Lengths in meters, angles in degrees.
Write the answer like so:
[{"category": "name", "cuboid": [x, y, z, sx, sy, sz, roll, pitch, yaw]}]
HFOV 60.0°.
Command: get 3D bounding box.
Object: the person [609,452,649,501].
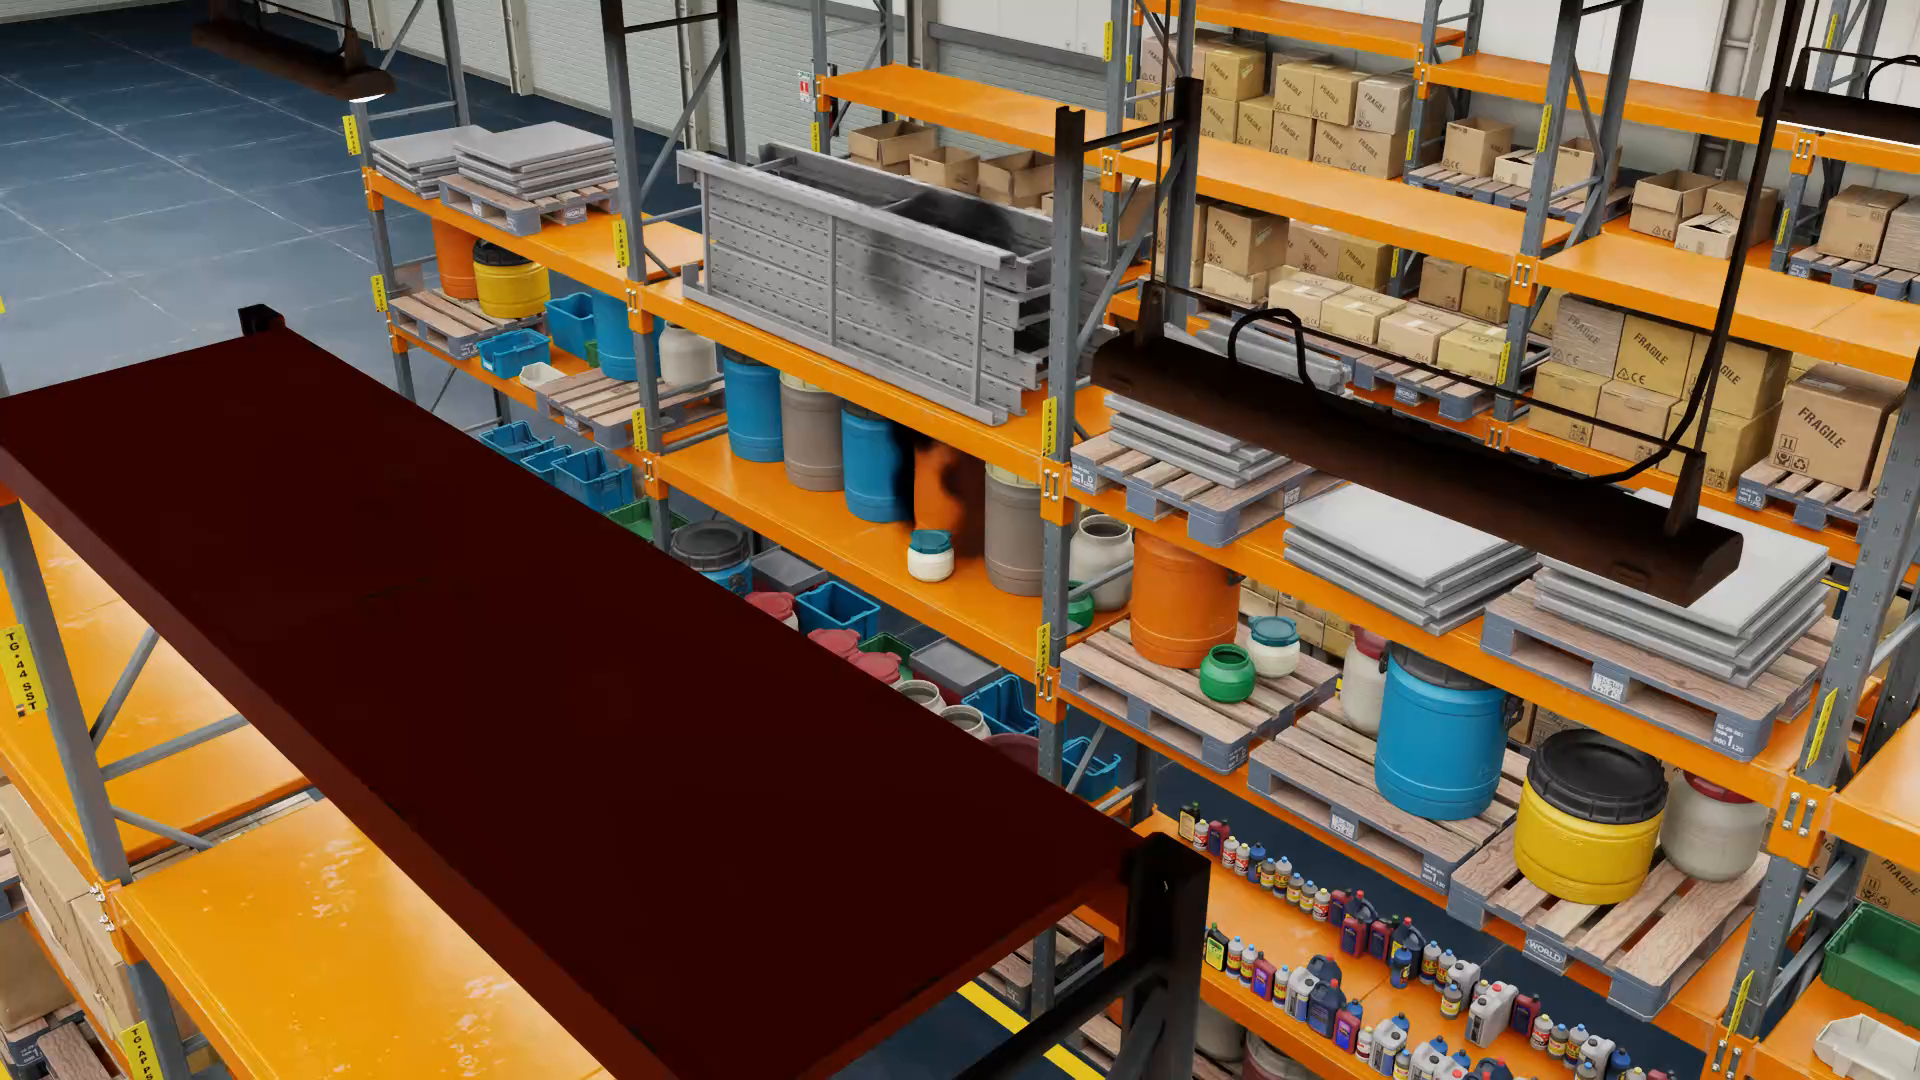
[{"category": "person", "cuboid": [-3.199, -0.757, 16.469, 0.939, 1.720, 0.691, 23, 36, 37]}]
